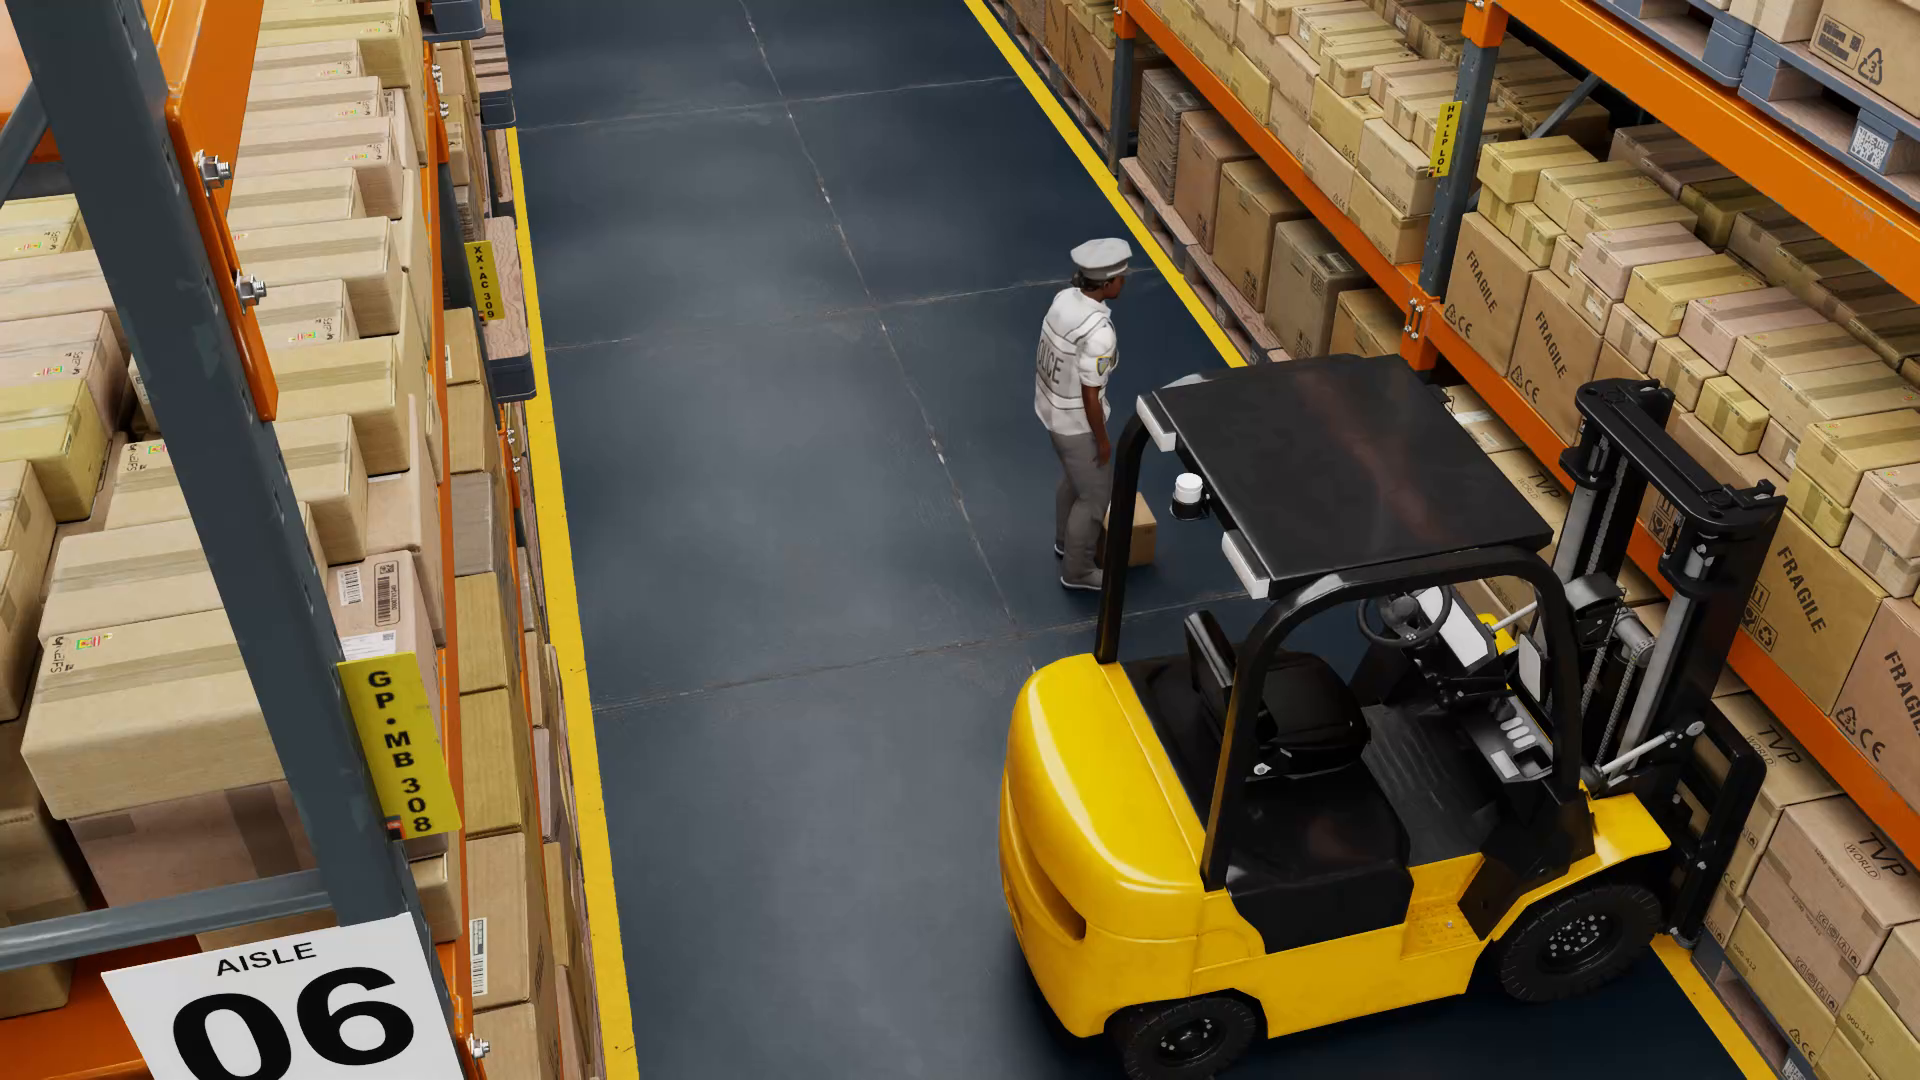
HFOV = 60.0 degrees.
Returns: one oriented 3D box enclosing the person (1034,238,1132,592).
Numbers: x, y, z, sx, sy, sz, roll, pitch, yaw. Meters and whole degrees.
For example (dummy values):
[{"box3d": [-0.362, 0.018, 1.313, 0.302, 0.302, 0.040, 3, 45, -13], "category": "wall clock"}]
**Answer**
[{"box3d": [0.559, -0.545, 7.404, 0.426, 1.656, 0.512, -11, 40, -14], "category": "person"}]
